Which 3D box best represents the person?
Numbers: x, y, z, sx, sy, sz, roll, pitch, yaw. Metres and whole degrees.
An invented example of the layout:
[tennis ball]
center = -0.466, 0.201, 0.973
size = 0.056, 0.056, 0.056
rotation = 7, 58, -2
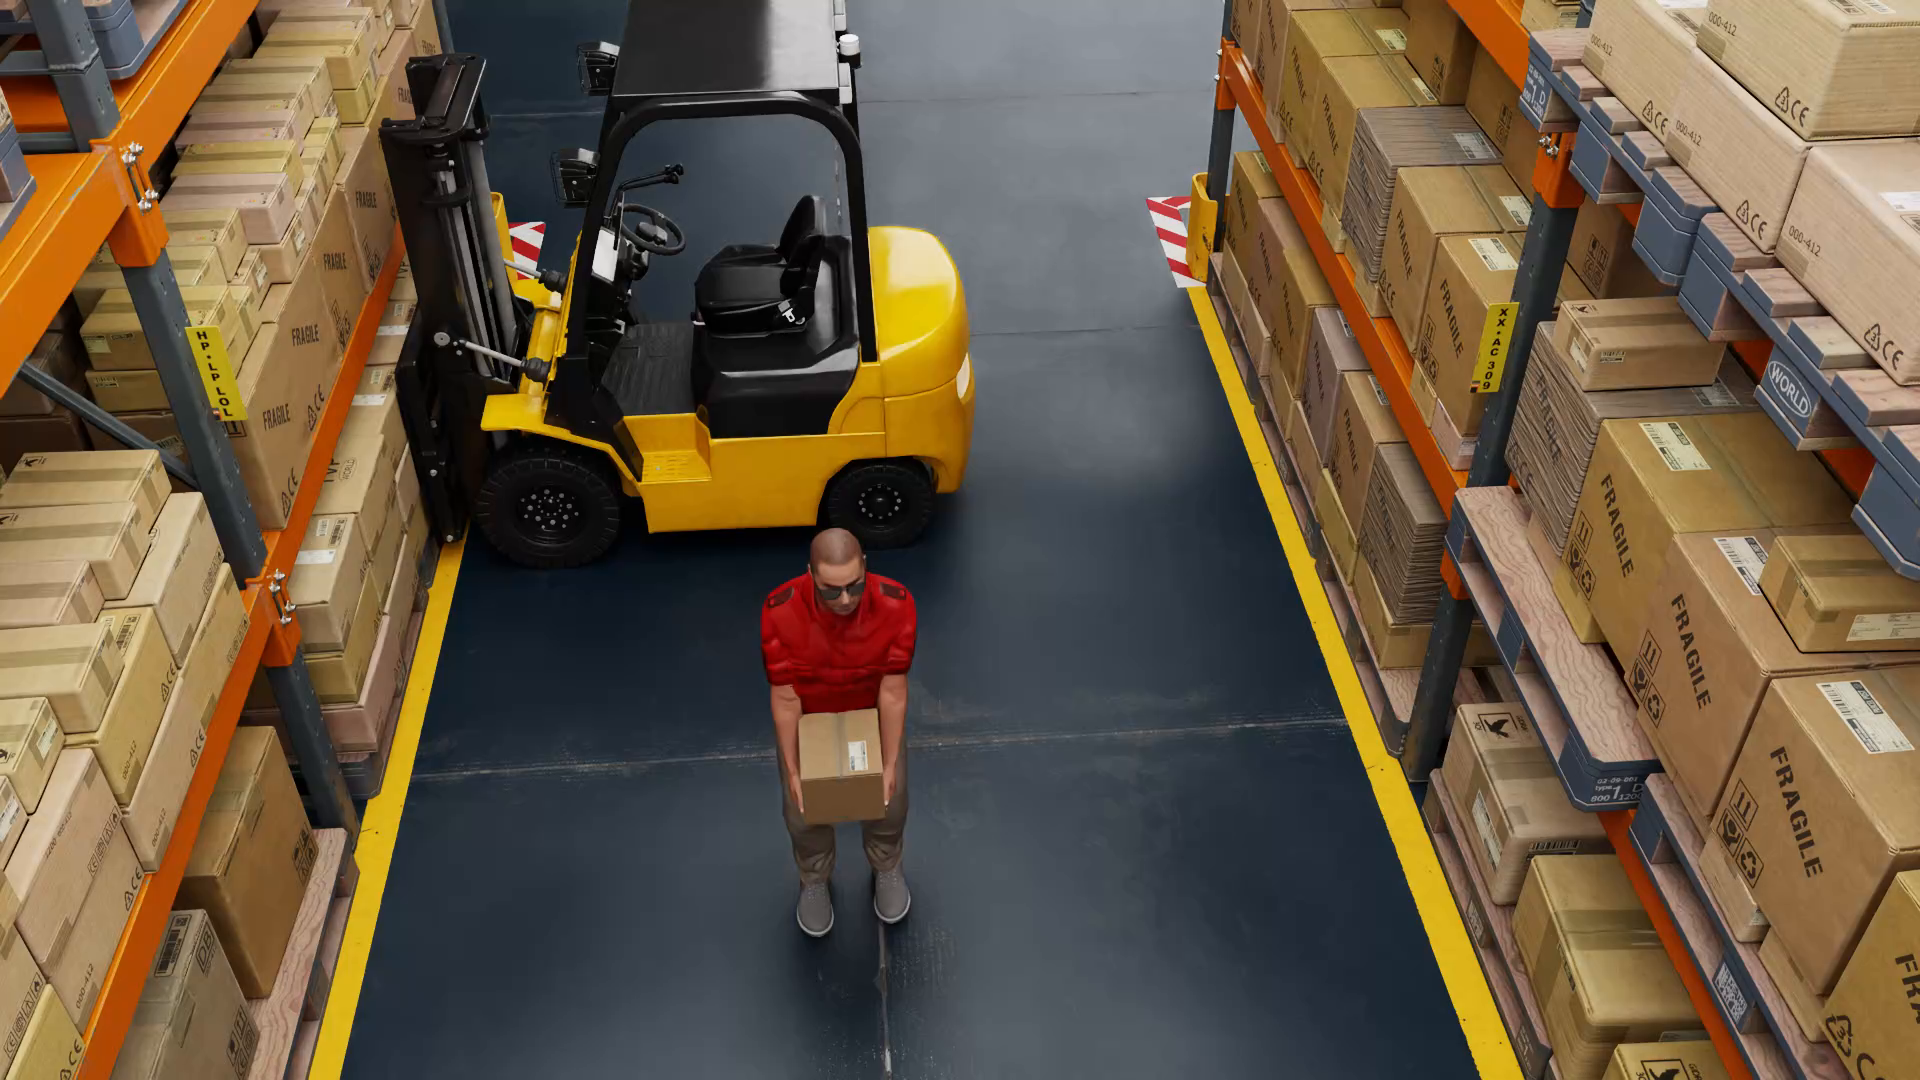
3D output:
[person]
center = -0.373, 0.636, 5.399
size = 0.485, 1.711, 0.570
rotation = -4, 39, -5
